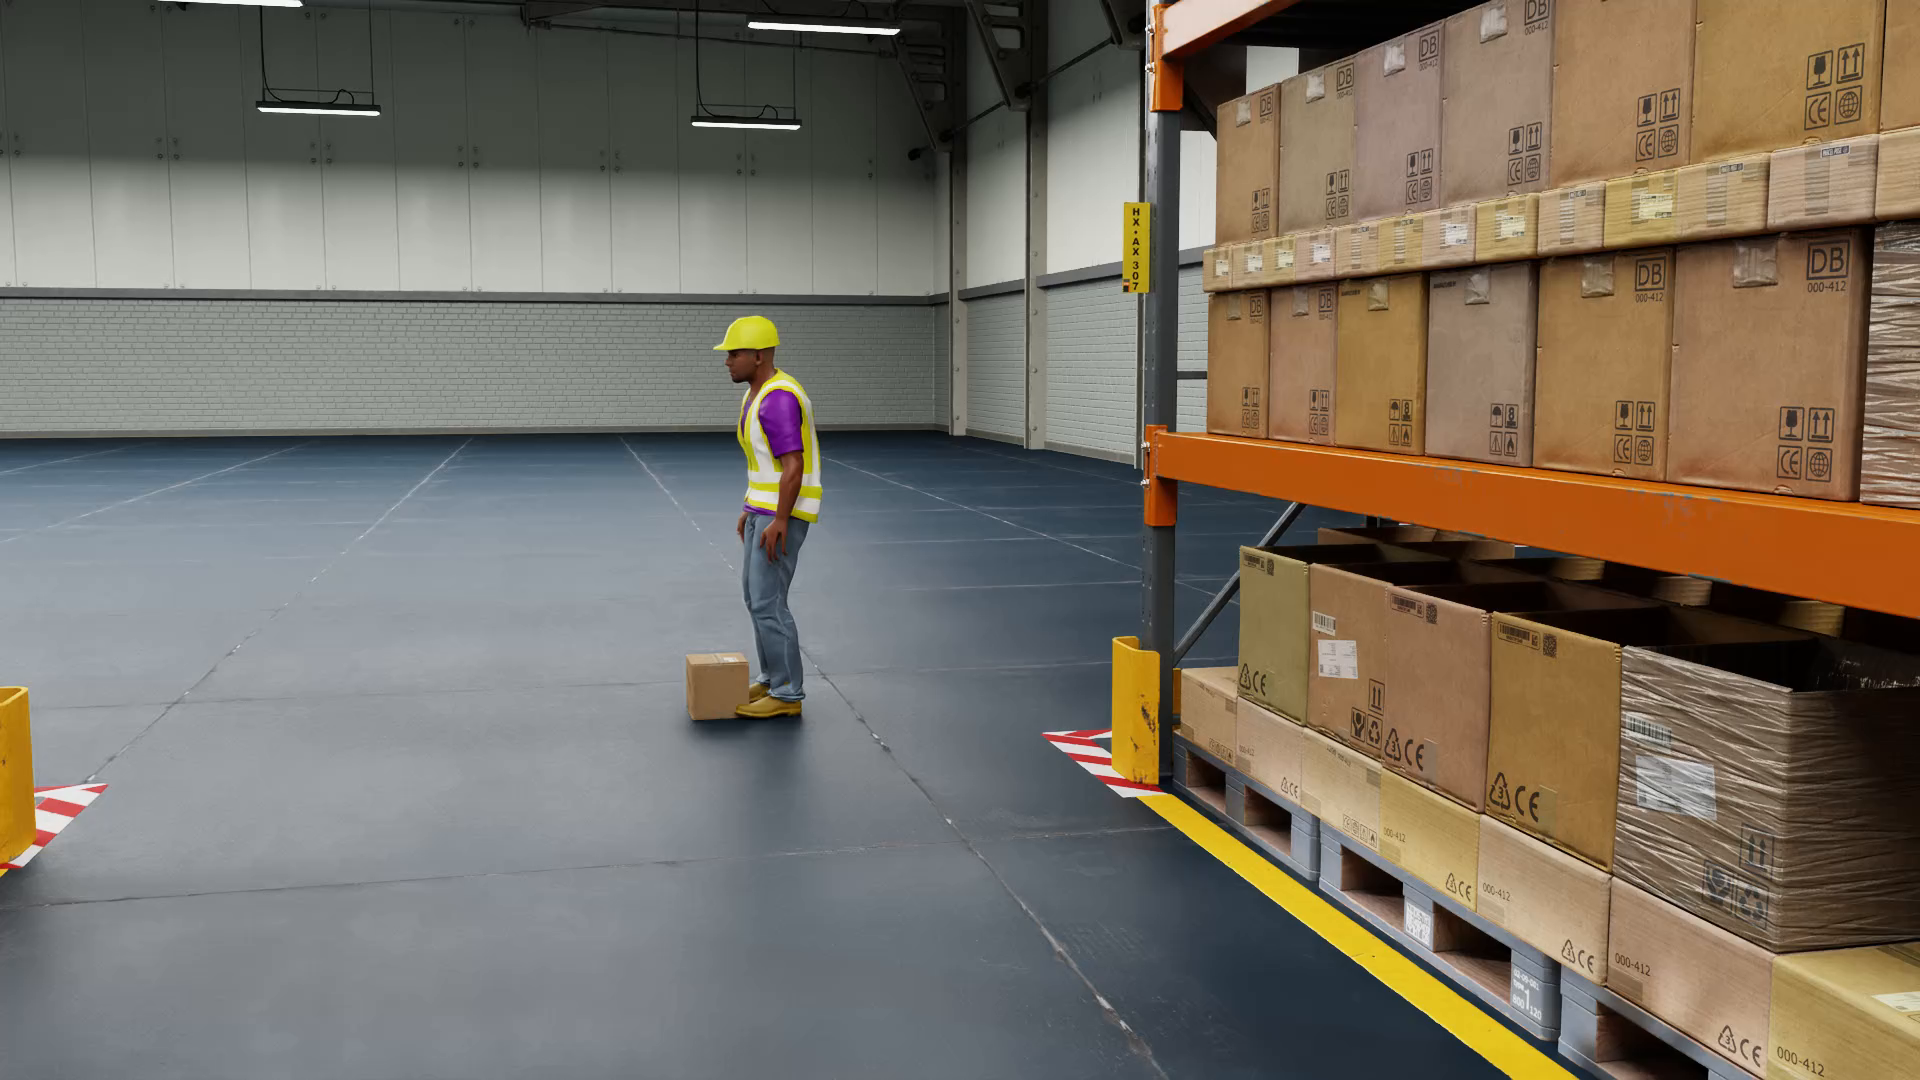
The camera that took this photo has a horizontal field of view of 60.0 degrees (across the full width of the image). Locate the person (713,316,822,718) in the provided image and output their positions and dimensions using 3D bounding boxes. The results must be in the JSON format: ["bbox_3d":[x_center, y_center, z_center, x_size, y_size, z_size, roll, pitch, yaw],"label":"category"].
[{"bbox_3d":[-0.855,-0.106,7.370,0.458,1.760,0.634,-2,6,-17],"label":"person"}]
